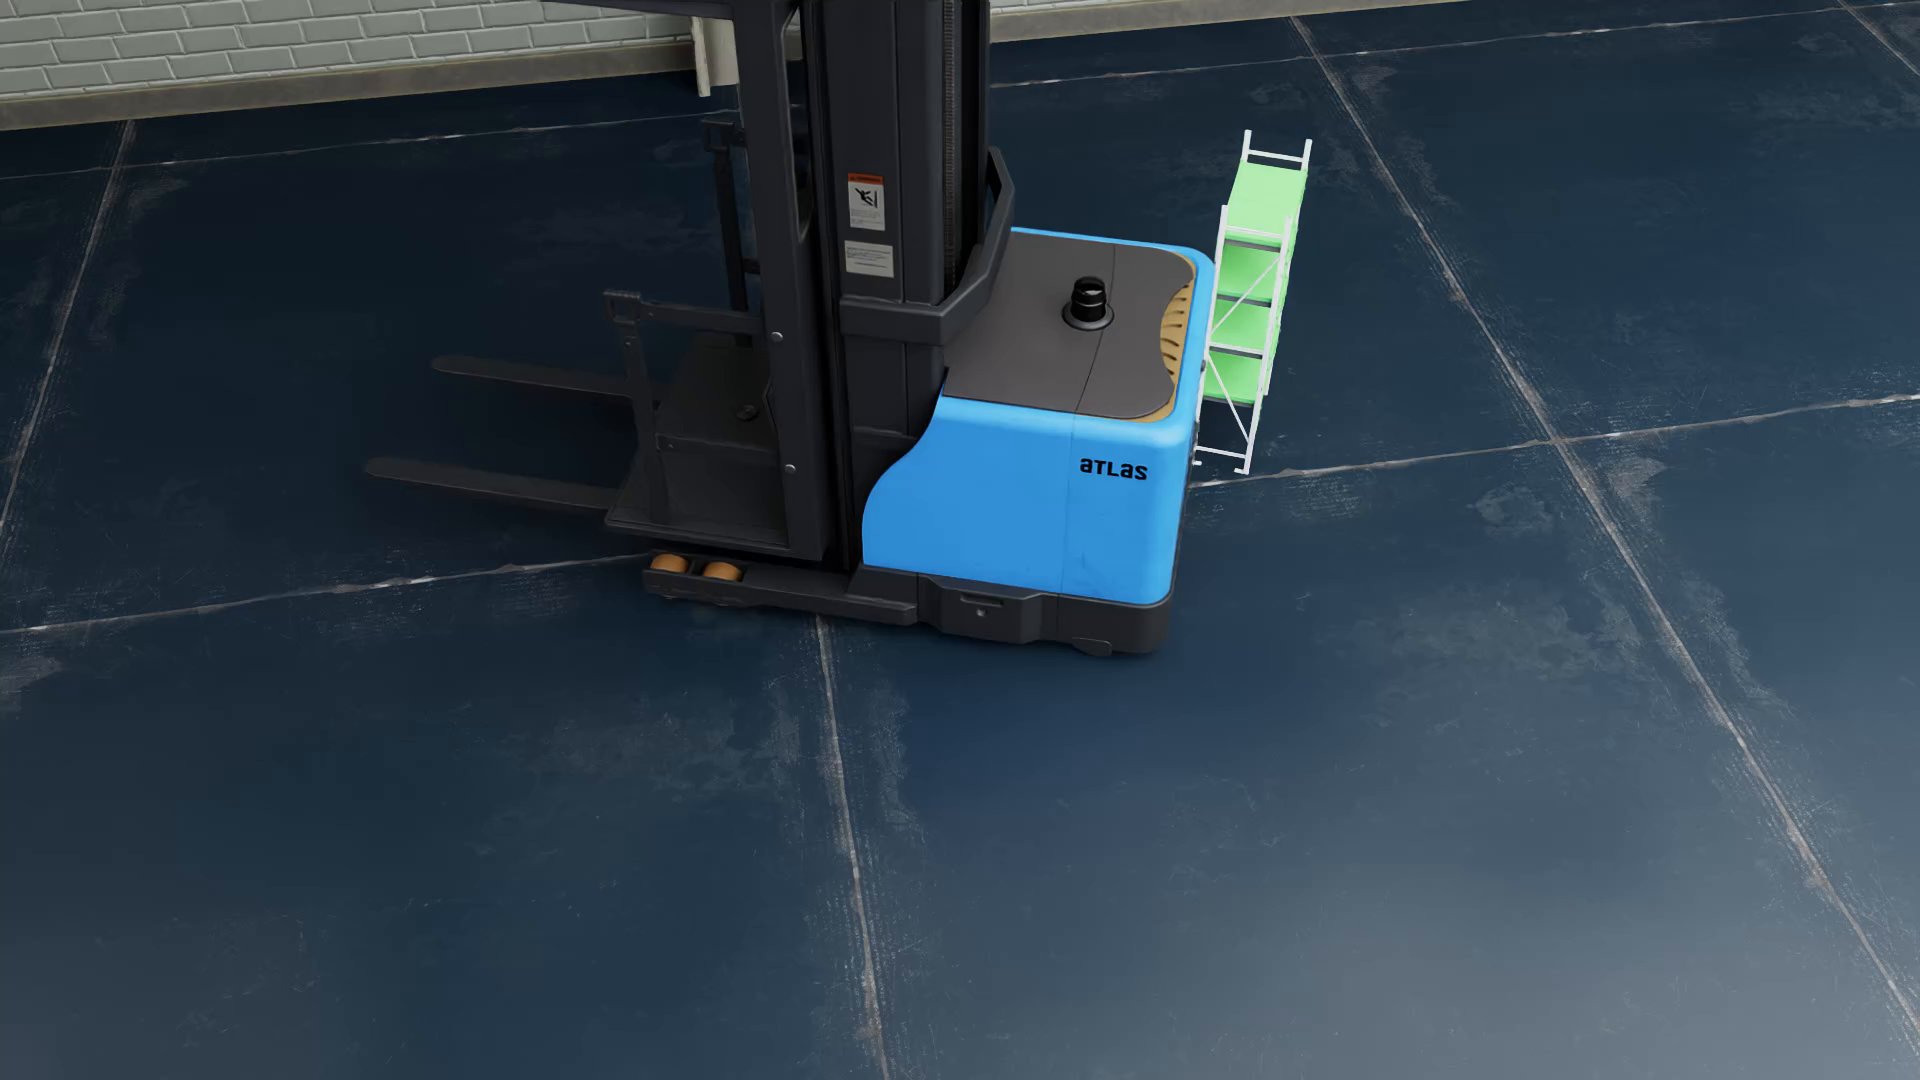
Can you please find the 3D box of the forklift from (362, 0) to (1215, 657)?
[{"bbox_3d":[-0.678,-1.143,5.316,3.031,2.935,1.130,8,47,8],"label":"forklift"}]

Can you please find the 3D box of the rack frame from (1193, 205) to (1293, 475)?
[{"bbox_3d":[1.012,-0.700,6.092,0.240,1.200,0.015,12,47,11],"label":"rack frame"}]

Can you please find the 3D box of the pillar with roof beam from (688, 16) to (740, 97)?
[{"bbox_3d":[-0.416,-2.443,2.354,0.400,9.000,9.100,-7,46,-7],"label":"pillar with roof beam"}]

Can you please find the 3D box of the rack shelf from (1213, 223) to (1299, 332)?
[{"bbox_3d":[1.079,-0.992,6.128,0.258,0.148,0.480,12,47,11],"label":"rack shelf"}]

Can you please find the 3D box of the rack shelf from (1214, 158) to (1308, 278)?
[{"bbox_3d":[1.079,-1.158,5.955,0.258,0.148,0.480,12,47,11],"label":"rack shelf"}]

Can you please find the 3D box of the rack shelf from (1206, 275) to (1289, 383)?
[{"bbox_3d":[1.079,-0.825,6.300,0.258,0.148,0.480,12,47,11],"label":"rack shelf"}]

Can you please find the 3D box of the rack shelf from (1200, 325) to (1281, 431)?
[{"bbox_3d":[1.079,-0.659,6.473,0.258,0.148,0.480,12,47,11],"label":"rack shelf"}]

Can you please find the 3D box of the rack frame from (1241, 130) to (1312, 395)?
[{"bbox_3d":[1.147,-1.038,6.417,0.240,1.200,0.015,12,47,11],"label":"rack frame"}]

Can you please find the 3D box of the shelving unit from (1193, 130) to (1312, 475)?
[{"bbox_3d":[1.079,-0.869,6.254,0.258,1.200,0.503,12,47,11],"label":"shelving unit"}]
